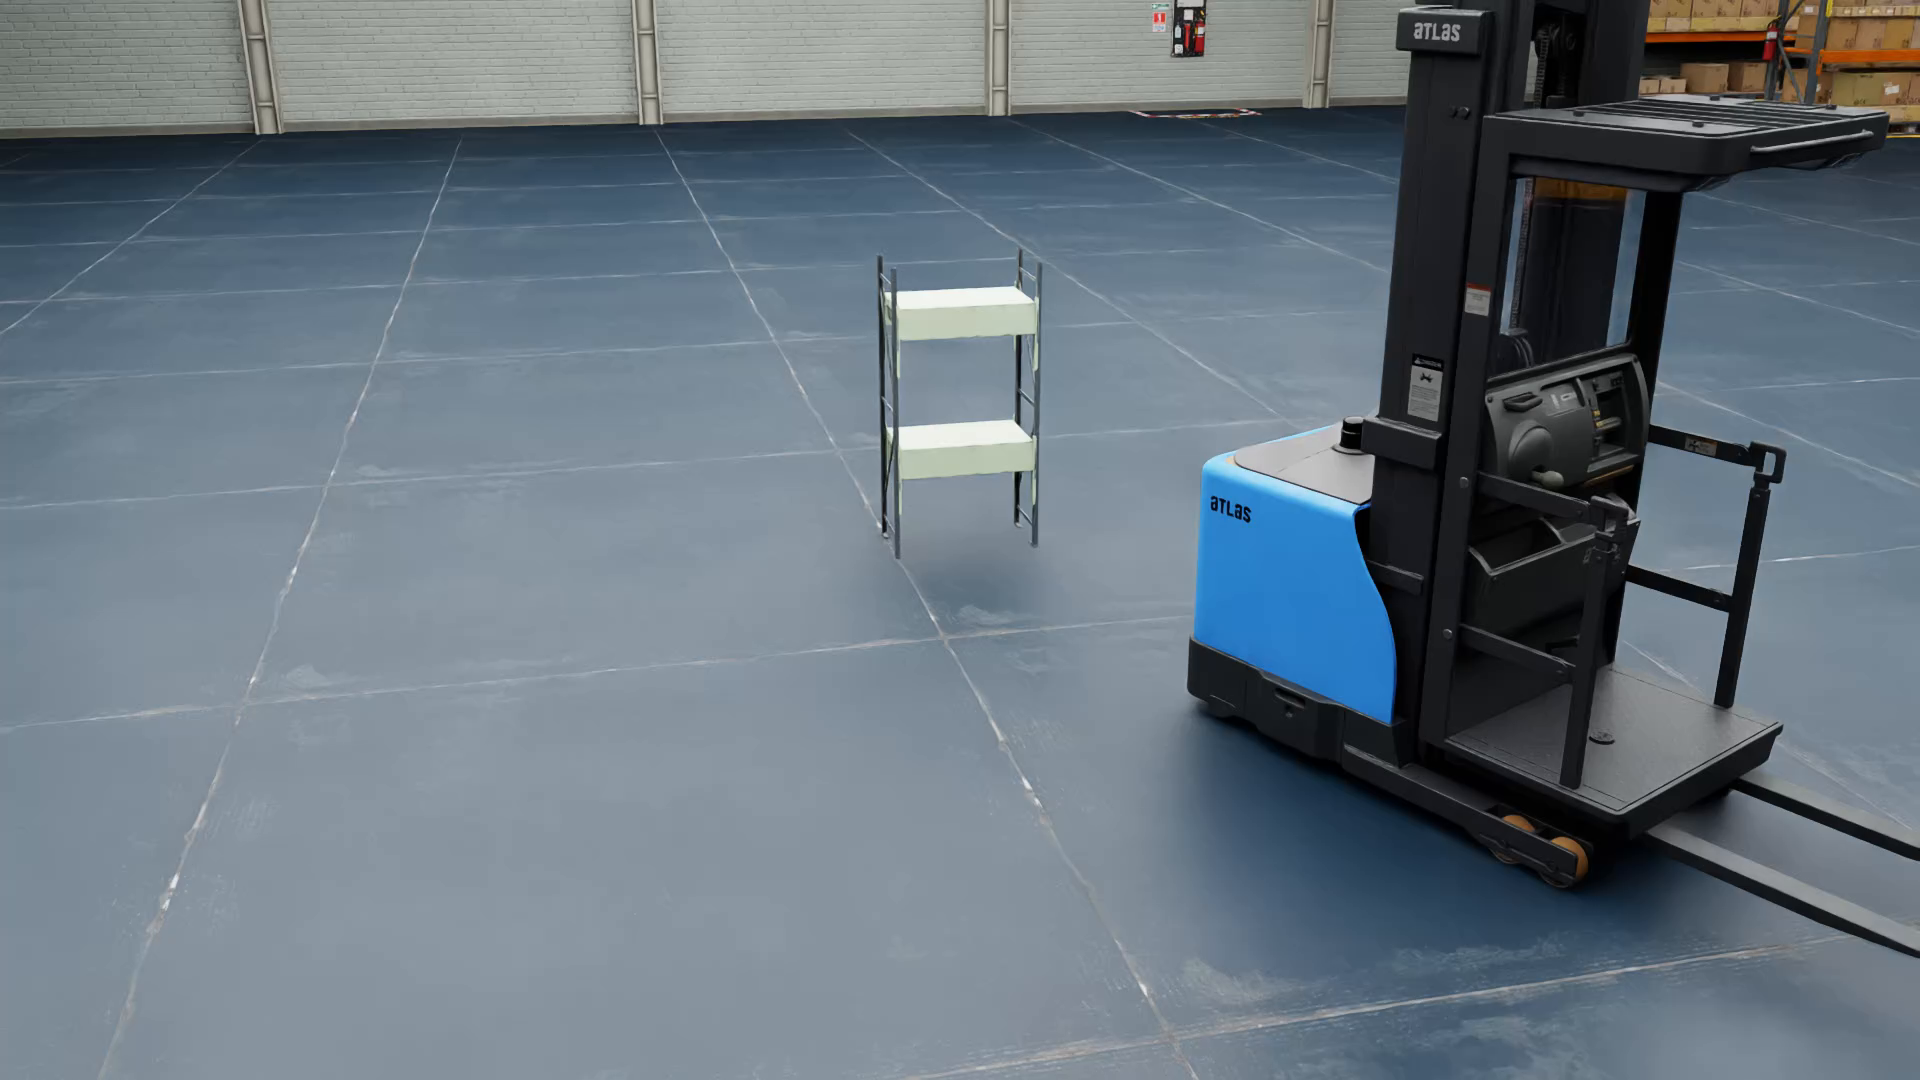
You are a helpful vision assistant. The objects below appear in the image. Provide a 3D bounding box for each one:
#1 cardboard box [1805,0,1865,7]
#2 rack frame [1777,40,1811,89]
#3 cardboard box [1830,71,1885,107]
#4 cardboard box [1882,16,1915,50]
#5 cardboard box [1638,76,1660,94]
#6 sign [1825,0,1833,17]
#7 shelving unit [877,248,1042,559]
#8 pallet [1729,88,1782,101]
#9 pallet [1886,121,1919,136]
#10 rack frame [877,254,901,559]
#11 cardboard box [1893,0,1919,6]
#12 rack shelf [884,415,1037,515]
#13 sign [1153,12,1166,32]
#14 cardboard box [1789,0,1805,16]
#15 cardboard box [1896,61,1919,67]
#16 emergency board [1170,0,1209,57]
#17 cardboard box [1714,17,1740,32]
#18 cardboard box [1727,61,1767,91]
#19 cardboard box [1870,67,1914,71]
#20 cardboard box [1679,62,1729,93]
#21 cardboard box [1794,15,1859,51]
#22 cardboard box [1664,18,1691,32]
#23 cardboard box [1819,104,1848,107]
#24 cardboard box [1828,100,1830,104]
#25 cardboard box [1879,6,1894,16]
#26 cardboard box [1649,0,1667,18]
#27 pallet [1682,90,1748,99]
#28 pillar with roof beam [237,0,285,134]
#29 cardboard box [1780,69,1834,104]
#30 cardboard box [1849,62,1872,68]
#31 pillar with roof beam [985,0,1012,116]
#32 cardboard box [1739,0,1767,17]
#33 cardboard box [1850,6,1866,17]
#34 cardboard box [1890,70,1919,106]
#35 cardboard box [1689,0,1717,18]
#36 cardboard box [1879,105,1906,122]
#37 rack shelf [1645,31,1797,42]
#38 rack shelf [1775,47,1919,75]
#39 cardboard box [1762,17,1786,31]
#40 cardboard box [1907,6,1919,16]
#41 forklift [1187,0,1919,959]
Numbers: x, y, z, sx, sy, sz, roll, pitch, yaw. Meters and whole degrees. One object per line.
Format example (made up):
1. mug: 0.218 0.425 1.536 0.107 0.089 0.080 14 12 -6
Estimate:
1. cardboard box: 13.511 -8.499 25.624 0.500 0.500 0.700 -5 21 -12
2. rack frame: 15.752 -9.781 31.154 0.127 3.000 1.000 -5 21 -12
3. cardboard box: 14.062 -7.073 26.058 0.500 0.500 0.500 -5 21 -12
4. cardboard box: 14.454 -7.966 26.056 0.500 0.500 0.700 -5 21 -12
5. cardboard box: 12.553 -8.433 30.744 0.500 0.311 0.500 -7 21 -19
6. sign: 13.124 -8.064 25.093 0.005 0.325 0.100 -5 21 -12
7. shelving unit: -0.006 -0.704 8.555 0.755 1.500 0.431 -5 21 -12
8. pallet: 15.106 -8.406 31.456 1.213 0.211 1.003 -5 21 -12
9. pallet: 14.922 -6.667 26.707 1.213 0.211 1.003 -5 21 -12
10. rack frame: -0.363 -0.675 8.476 0.023 1.500 0.400 -5 21 -12
11. cardboard box: 14.512 -8.583 25.853 0.500 0.500 0.700 -5 21 -12
12. rack shelf: -0.006 -0.398 8.667 0.720 0.370 0.431 -5 21 -12
13. sign: 3.527 -9.159 29.405 0.234 0.329 0.001 -5 21 -12
14. cardboard box: 15.363 -9.931 30.663 0.500 0.500 0.500 -5 21 -13
15. cardboard box: 17.950 -9.005 32.031 0.500 0.500 0.700 -5 21 -13
16. emergency board: 4.088 -9.151 29.436 0.643 1.169 0.194 -5 21 -12
17. cardboard box: 13.898 -9.459 30.464 0.500 0.250 0.500 -4 21 -12
18. cardboard box: 14.751 -8.718 31.248 0.500 0.500 0.500 -6 21 -17
19. cardboard box: 14.912 -7.330 26.760 0.500 0.500 0.500 -5 21 -12
20. cardboard box: 13.833 -8.608 30.947 0.500 0.500 0.700 -6 21 -16
21. cardboard box: 13.460 -7.886 25.836 0.500 0.500 0.700 -5 21 -12
22. cardboard box: 12.909 -9.381 30.253 0.500 0.250 0.500 -5 21 -14
23. cardboard box: 13.575 -6.680 26.077 0.500 0.250 0.500 -5 21 -12
24. cardboard box: 13.940 -6.897 26.670 0.500 0.250 0.500 -5 21 -12
25. cardboard box: 14.179 -8.177 25.688 0.250 0.149 0.380 -5 21 -13
26. cardboard box: 12.393 -9.692 30.012 0.500 0.500 0.500 -5 21 -12
27. pallet: 13.916 -8.309 31.189 1.213 0.211 1.003 -5 21 -12
28. pillar with roof beam: -10.024 -9.285 21.080 0.400 9.000 9.100 -5 21 -12
29. cardboard box: 13.456 -7.207 26.424 0.500 0.500 0.500 -5 21 -12
30. cardboard box: 16.955 -8.935 31.840 0.500 0.500 0.700 -5 21 -14
31. pillar with roof beam: 1.654 -10.235 23.673 0.400 9.000 9.100 -5 21 -12
32. cardboard box: 14.386 -9.853 30.451 0.500 0.500 0.500 -5 21 -14
33. cardboard box: 13.690 -8.139 25.583 0.250 0.149 0.380 -5 21 -14
34. cardboard box: 15.036 -7.150 26.270 0.500 0.500 0.500 -5 21 -12
35. cardboard box: 13.380 -9.767 30.215 0.500 0.500 0.500 -5 21 -14
36. cardboard box: 14.548 -6.761 26.296 0.500 0.250 0.500 -5 21 -12
37. rack shelf: 13.805 -9.285 30.846 4.000 0.370 1.077 -5 21 -12
38. rack shelf: 14.949 -7.627 26.320 4.000 0.370 1.077 -5 21 -12
39. cardboard box: 14.874 -9.544 30.697 0.500 0.250 0.500 -5 21 -12
40. cardboard box: 14.687 -8.219 25.803 0.250 0.149 0.380 -5 21 -13
41. forklift: 2.251 -0.396 5.636 1.130 2.935 3.031 -15 25 -36
